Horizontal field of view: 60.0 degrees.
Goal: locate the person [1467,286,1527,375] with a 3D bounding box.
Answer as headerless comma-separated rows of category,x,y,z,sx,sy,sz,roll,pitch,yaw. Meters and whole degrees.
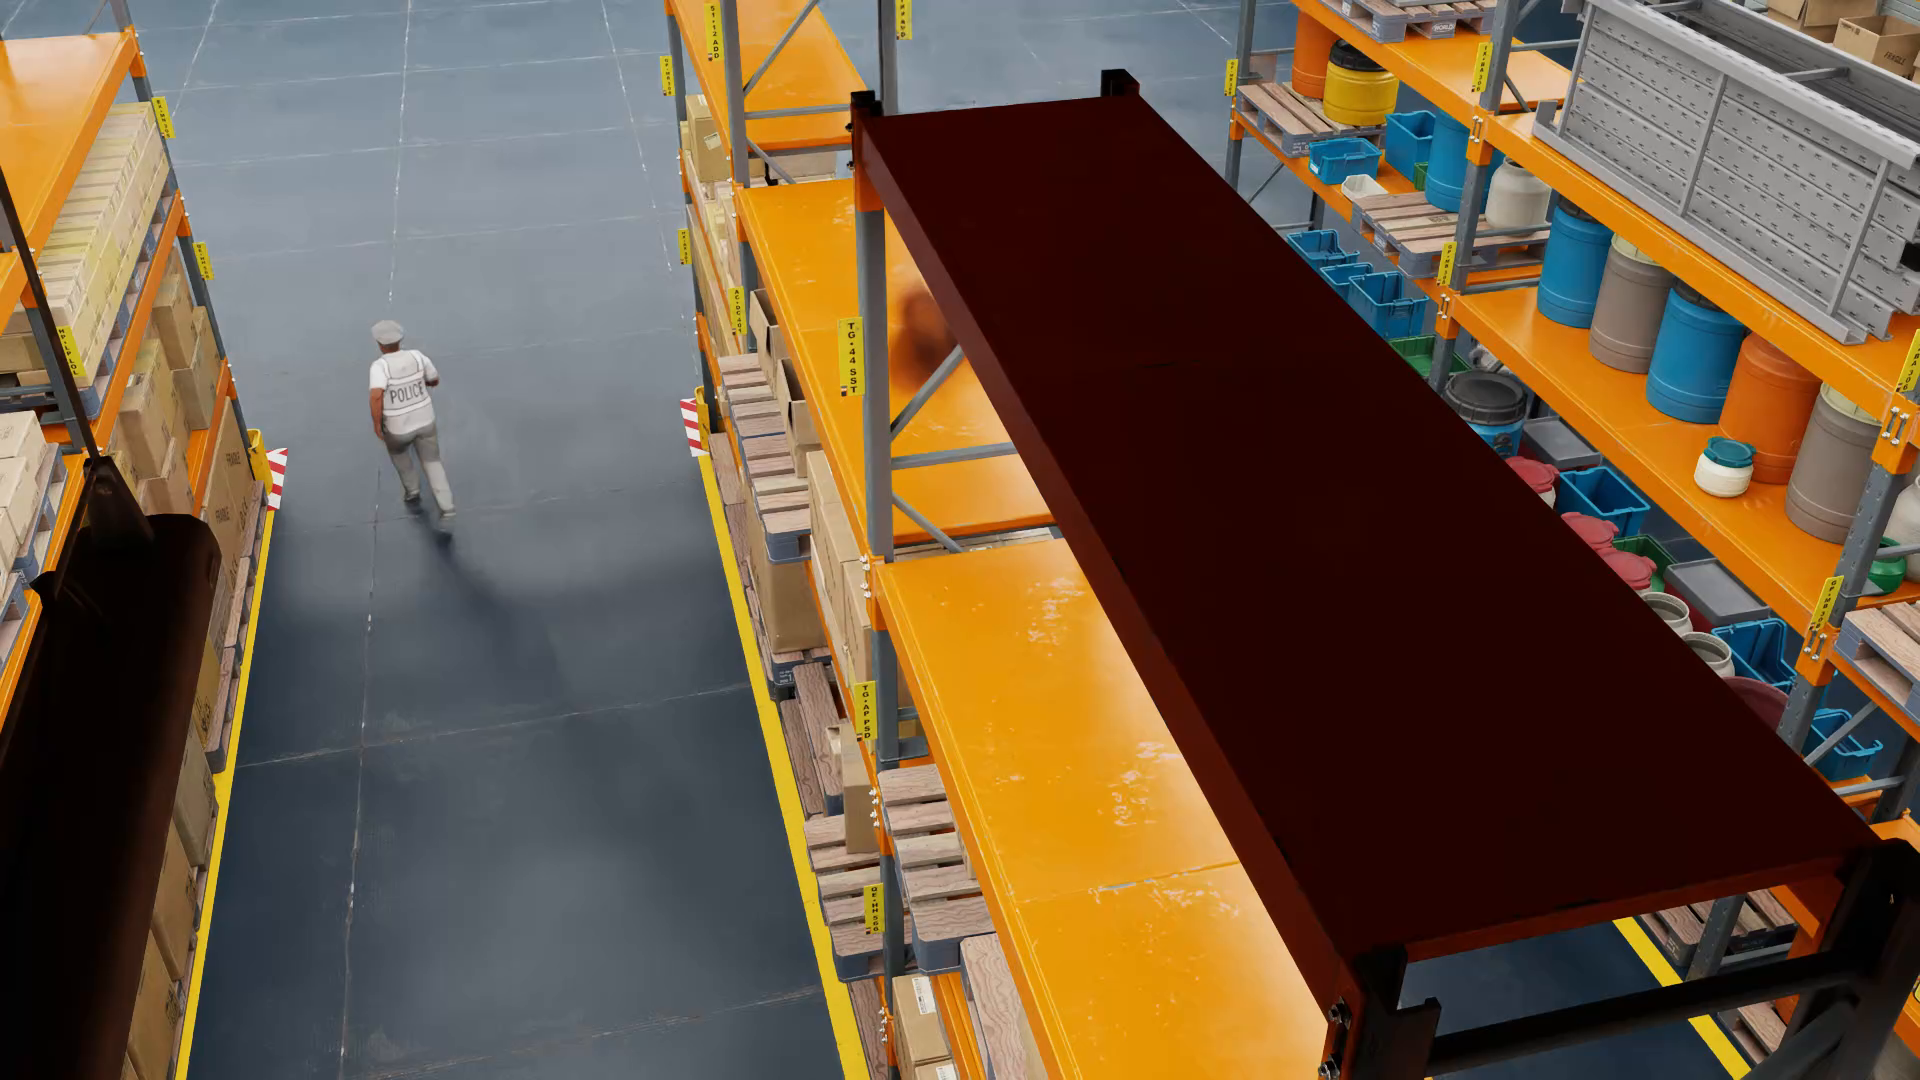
person,4.775,-1.637,15.017,0.609,1.651,0.523,-13,36,-18

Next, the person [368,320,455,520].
person,-4.584,-0.935,13.922,0.688,1.836,0.903,-25,42,-32
